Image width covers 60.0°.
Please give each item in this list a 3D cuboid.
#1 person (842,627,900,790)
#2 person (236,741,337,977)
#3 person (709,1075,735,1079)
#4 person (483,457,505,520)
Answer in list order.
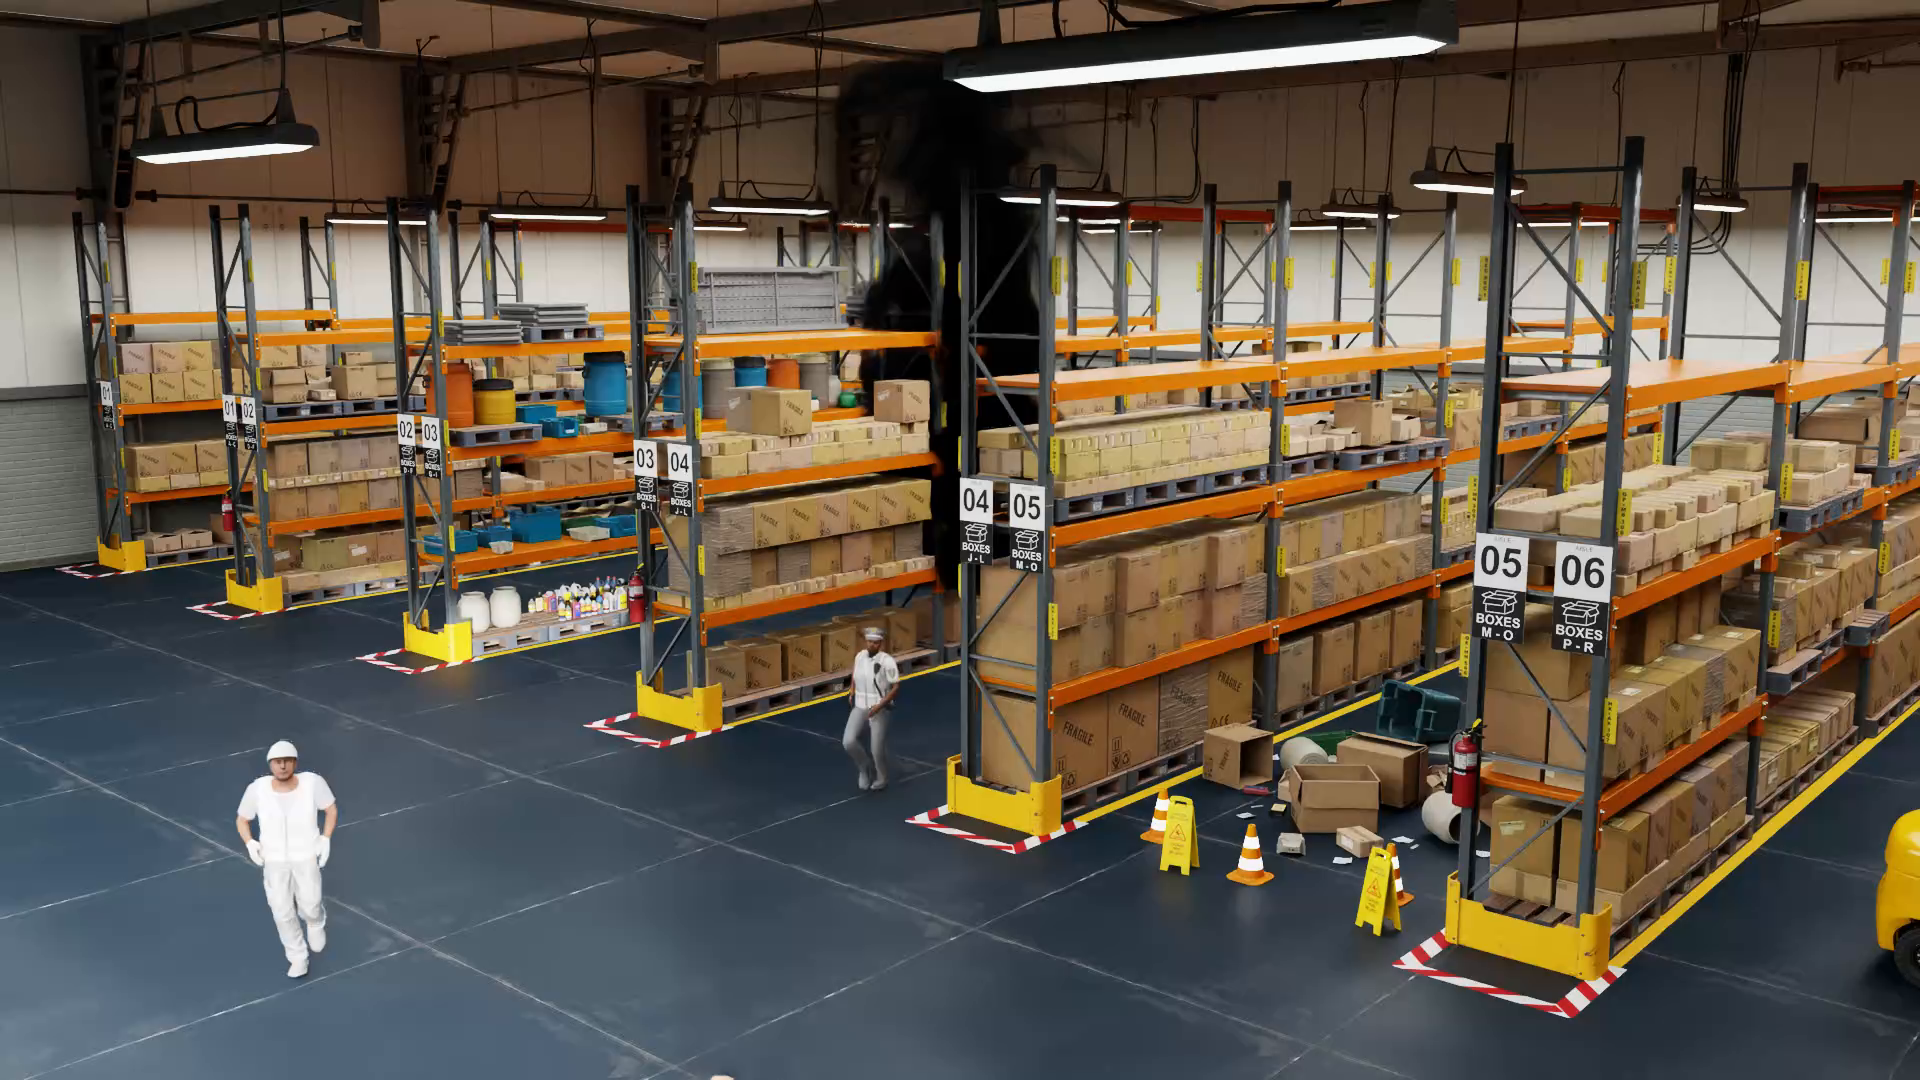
[{"bbox_3d":[-0.883,1.653,16.321,0.595,1.660,0.589,5,11,27],"label":"person"},{"bbox_3d":[-4.907,2.308,12.152,0.687,1.741,0.592,-3,10,-16],"label":"person"},{"bbox_3d":[-1.018,3.136,7.220,0.671,1.709,0.913,0,9,0],"label":"person"},{"bbox_3d":[-8.410,-0.694,30.357,0.600,1.681,0.892,6,11,31],"label":"person"}]
